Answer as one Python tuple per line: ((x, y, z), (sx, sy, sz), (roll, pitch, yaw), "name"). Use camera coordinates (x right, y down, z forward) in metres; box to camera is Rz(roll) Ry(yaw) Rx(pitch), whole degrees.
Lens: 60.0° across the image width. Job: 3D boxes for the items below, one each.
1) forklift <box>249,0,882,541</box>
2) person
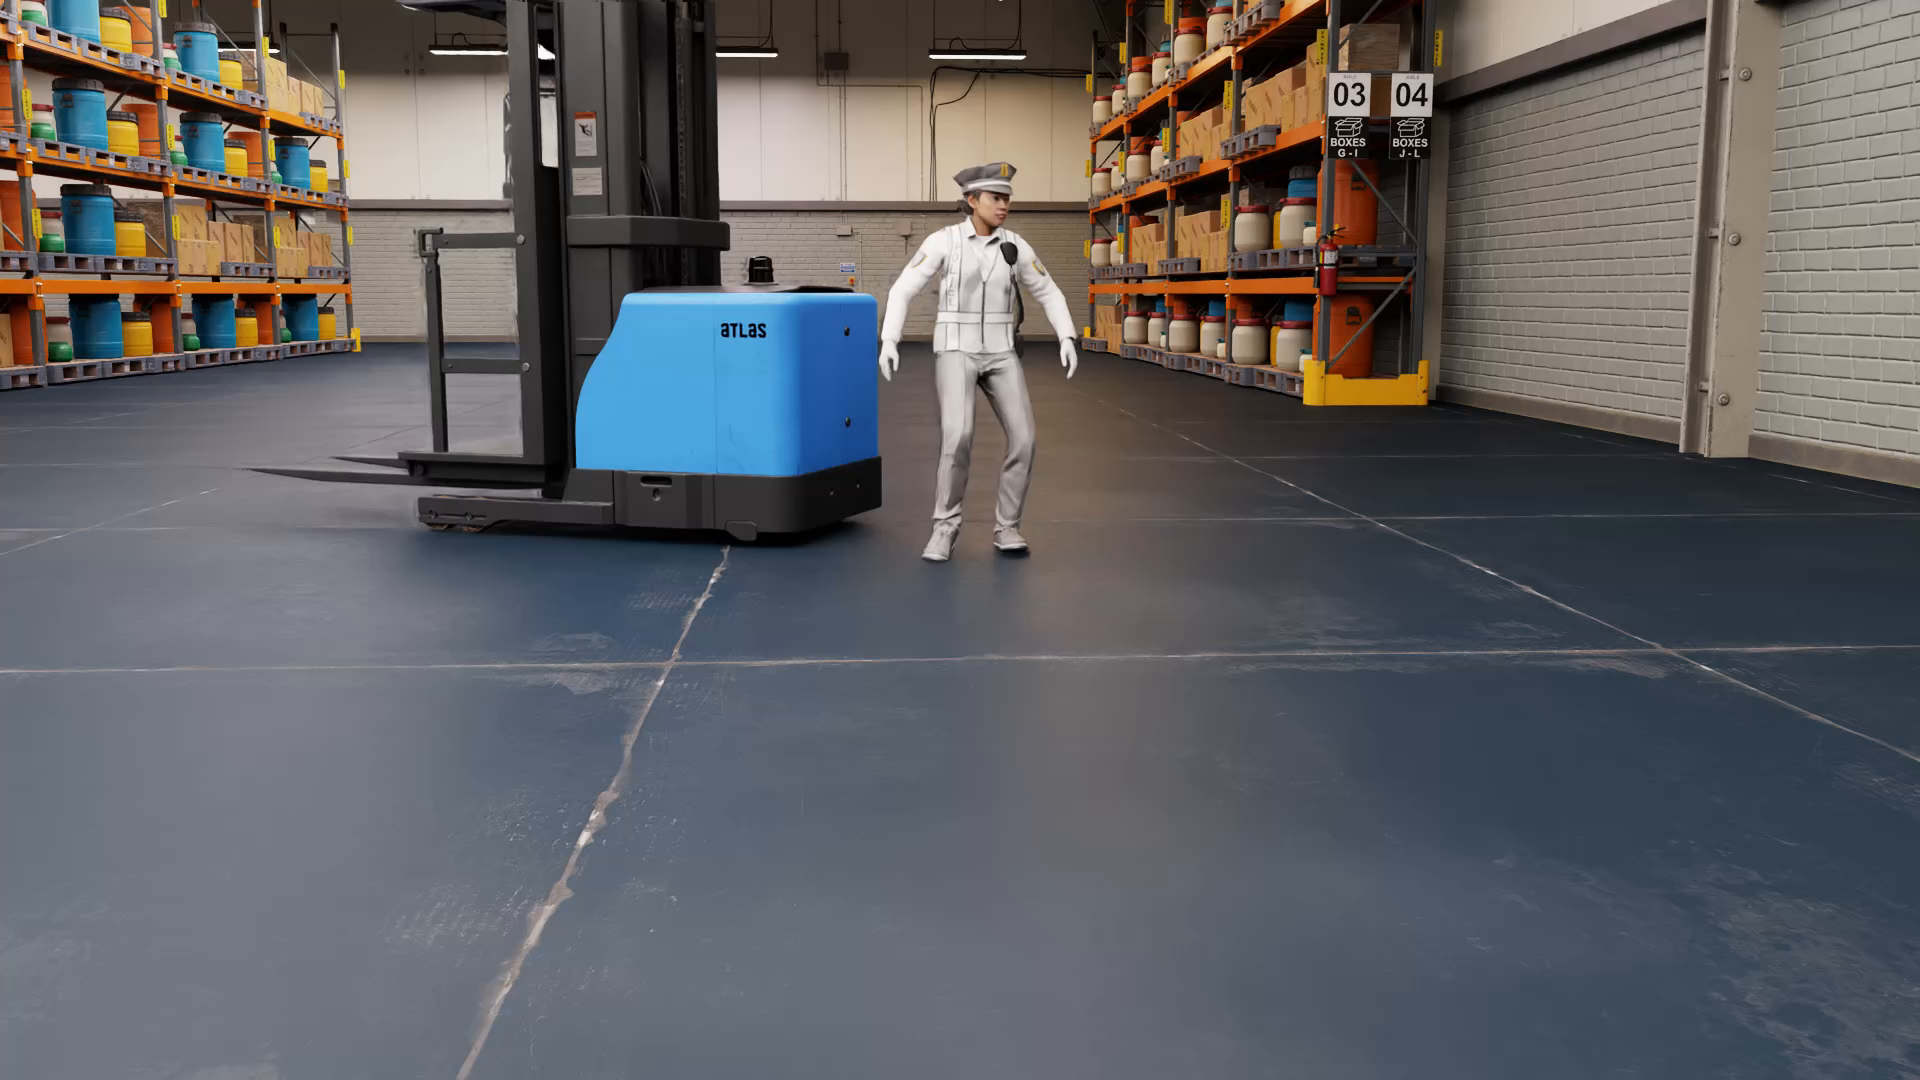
((-1.945, -1.550, 7.771), (3.031, 2.935, 1.130), (3, 9, 19), "forklift")
((0.087, -0.740, 6.884), (0.819, 1.622, 0.557), (-2, 9, -15), "person")
